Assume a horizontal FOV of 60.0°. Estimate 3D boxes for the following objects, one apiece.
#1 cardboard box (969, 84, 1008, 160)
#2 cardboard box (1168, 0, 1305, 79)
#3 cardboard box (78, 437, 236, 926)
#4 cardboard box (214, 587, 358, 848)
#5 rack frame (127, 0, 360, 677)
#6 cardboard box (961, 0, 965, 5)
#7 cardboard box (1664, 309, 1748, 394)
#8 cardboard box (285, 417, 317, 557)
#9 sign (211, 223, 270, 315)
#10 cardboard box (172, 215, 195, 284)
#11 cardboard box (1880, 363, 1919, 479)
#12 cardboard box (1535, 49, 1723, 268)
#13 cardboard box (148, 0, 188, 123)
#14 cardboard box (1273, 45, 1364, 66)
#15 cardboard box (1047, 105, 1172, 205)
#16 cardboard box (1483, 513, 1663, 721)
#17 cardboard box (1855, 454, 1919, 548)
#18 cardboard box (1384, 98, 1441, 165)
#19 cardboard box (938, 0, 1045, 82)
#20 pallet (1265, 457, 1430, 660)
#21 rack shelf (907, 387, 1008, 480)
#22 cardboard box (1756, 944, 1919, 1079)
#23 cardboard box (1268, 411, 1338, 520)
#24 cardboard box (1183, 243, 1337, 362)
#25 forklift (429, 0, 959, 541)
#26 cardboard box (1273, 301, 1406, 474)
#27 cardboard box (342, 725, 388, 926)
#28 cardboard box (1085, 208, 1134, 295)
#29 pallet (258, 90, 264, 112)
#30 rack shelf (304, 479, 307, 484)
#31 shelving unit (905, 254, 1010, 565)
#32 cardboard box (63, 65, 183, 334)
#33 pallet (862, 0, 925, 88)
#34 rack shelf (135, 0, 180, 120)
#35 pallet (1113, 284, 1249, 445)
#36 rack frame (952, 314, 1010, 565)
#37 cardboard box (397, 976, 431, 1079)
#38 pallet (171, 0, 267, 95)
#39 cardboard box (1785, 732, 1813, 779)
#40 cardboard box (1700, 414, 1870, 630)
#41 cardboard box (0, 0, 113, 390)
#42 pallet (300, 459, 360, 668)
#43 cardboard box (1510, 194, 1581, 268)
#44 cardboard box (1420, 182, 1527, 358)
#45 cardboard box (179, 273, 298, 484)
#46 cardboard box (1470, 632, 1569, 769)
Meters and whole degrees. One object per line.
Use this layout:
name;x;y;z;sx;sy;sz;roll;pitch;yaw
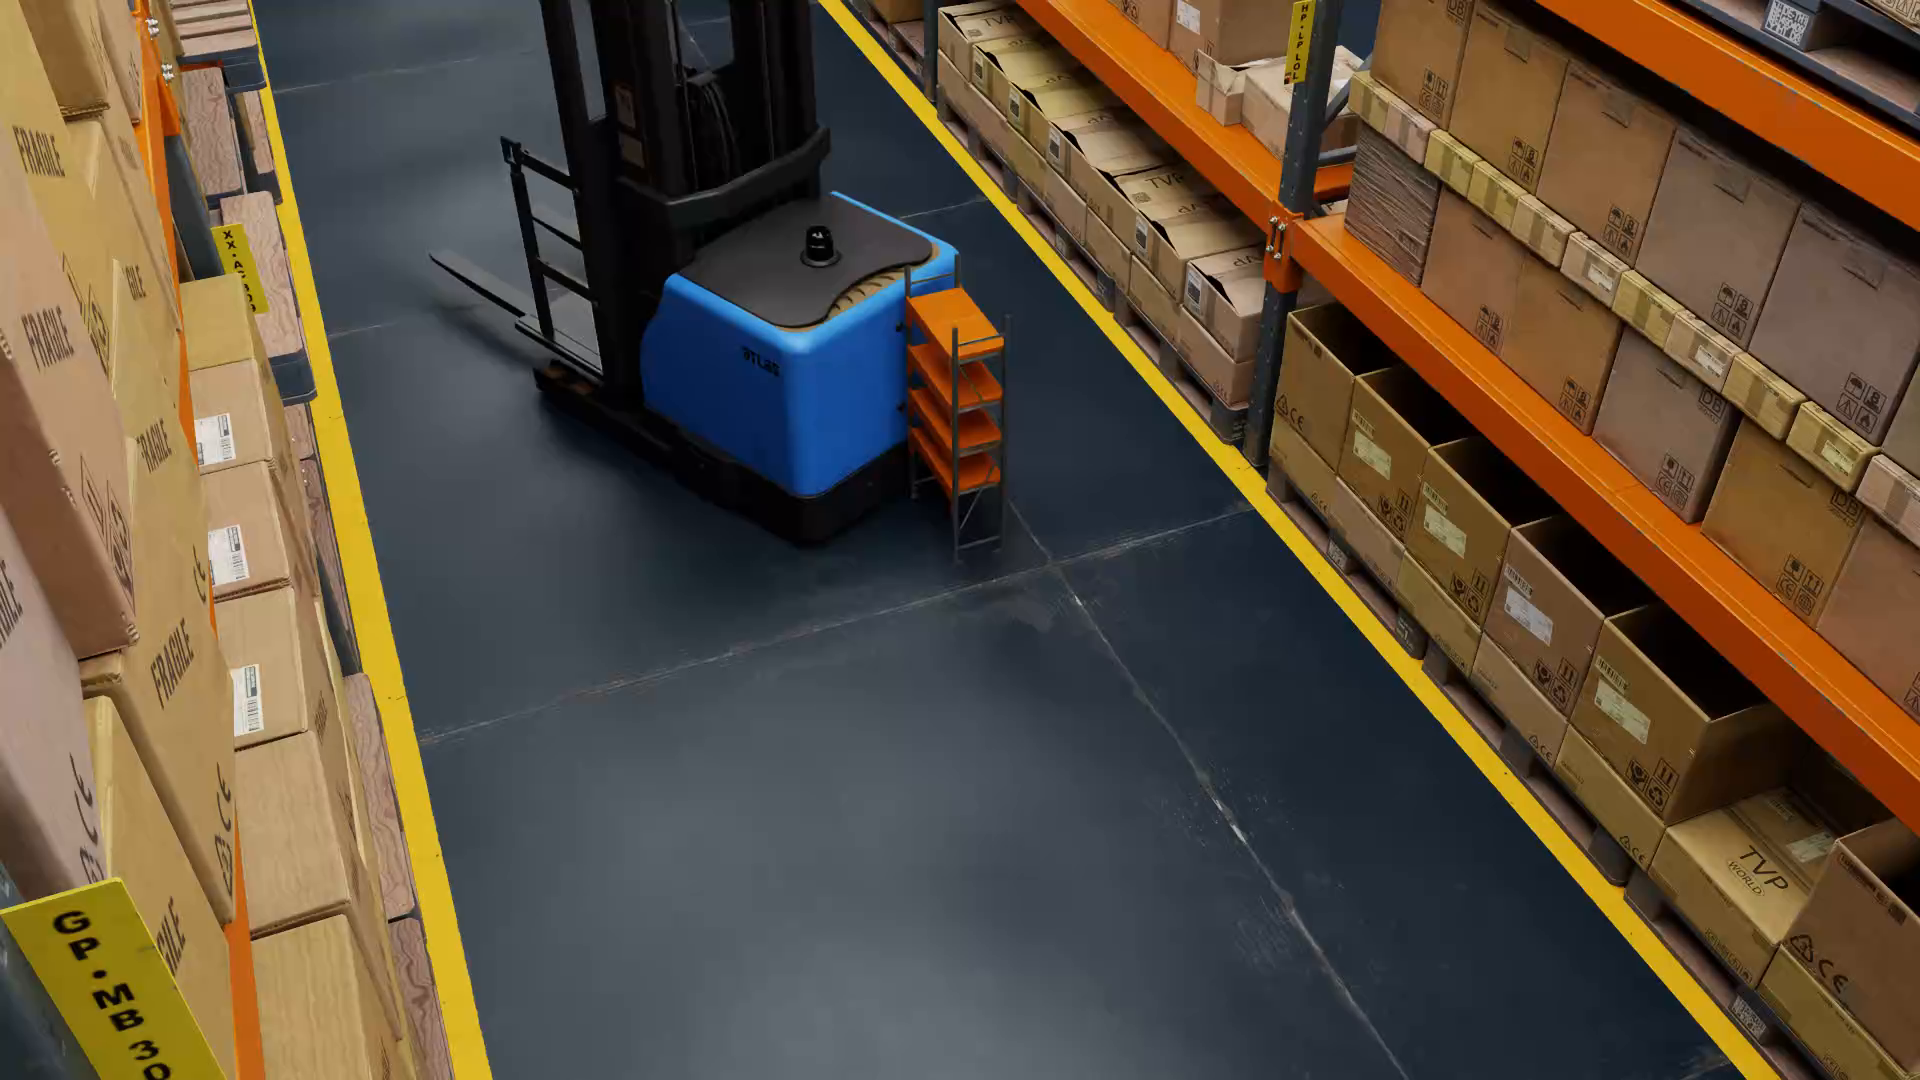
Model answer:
cardboard box;0.383;-2.458;9.595;0.500;0.250;0.500;-16;43;-18
cardboard box;1.311;-2.445;7.717;0.500;0.500;0.500;-12;42;-14
cardboard box;-1.323;0.245;2.272;0.500;0.500;0.500;-12;42;-14
cardboard box;-1.739;0.505;3.886;0.500;0.500;0.500;-14;43;-16
rack frame;-2.784;-0.385;5.398;1.000;3.000;0.127;-15;43;-17
cardboard box;0.145;-3.912;11.078;0.500;0.500;0.500;-17;43;-18
cardboard box;2.404;-0.614;5.090;0.380;0.149;0.250;-16;43;-17
cardboard box;-2.323;-0.126;5.196;0.500;0.250;0.500;-15;43;-17
sign;-2.286;-0.854;5.278;0.100;0.325;0.005;-15;43;-17
cardboard box;-2.948;-0.905;5.588;0.700;0.500;0.500;-15;43;-17
cardboard box;2.928;-0.375;4.314;0.700;0.500;0.500;-16;43;-18
cardboard box;2.352;-1.282;5.368;0.700;0.500;0.500;-15;43;-17
cardboard box;-3.629;-1.974;6.831;0.700;0.500;0.500;-15;43;-17
cardboard box;1.641;-2.113;7.599;0.380;0.149;0.250;-15;43;-17
cardboard box;0.789;-2.042;8.681;0.500;0.311;0.500;-16;43;-17
cardboard box;2.255;0.236;5.887;0.500;0.500;0.500;-15;43;-17
cardboard box;2.706;-0.144;4.543;0.380;0.149;0.250;-15;43;-16
cardboard box;1.811;-1.546;6.173;0.380;0.149;0.250;-14;43;-16
cardboard box;0.190;-2.974;9.764;0.500;0.311;0.500;-14;43;-15
pallet;2.057;-0.077;7.177;1.003;0.211;1.213;-15;43;-17
rack shelf;-0.015;-0.477;6.988;0.258;0.148;0.480;-16;43;-17
cardboard box;2.843;1.420;5.085;0.500;0.250;0.500;-15;43;-17
cardboard box;1.688;-0.385;7.184;0.500;0.250;0.500;-15;43;-17
cardboard box;1.371;-1.125;7.615;0.500;0.311;0.500;-15;43;-17
forklift;-1.413;-1.937;7.254;3.031;2.935;1.130;30;49;30
cardboard box;1.679;-0.667;6.937;0.500;0.500;0.500;-15;43;-17
cardboard box;-1.740;0.778;4.145;0.500;0.250;0.500;-15;43;-16
cardboard box;0.976;-1.531;8.516;0.500;0.250;0.500;-14;43;-16
pallet;-5.010;-2.965;10.536;1.003;0.211;1.213;-15;43;-17
rack shelf;-2.019;1.092;4.231;1.077;0.370;4.000;-15;43;-17
shelving unit;-0.015;-0.528;6.944;0.258;1.200;0.503;-16;43;-17
cardboard box;-1.934;-0.694;3.363;0.500;0.500;0.500;-17;43;-19
pallet;0.010;-3.435;11.083;1.003;0.211;1.213;-15;43;-17
rack shelf;-3.550;-2.455;6.055;1.077;0.370;4.000;-15;43;-17
pallet;1.473;-1.000;8.251;1.003;0.211;1.213;-15;43;-17
rack frame;0.081;-0.382;6.774;0.240;1.200;0.015;-16;43;-17
cardboard box;-1.888;1.568;4.706;0.700;0.500;0.500;-18;44;-20
pallet;-3.944;-2.320;7.794;1.213;0.211;1.003;-15;43;-17
cardboard box;2.925;0.408;5.687;0.500;0.500;0.500;-15;43;-17
cardboard box;2.765;-0.152;5.049;0.700;0.500;0.500;-15;43;-17
cardboard box;-1.529;-0.451;2.315;0.500;0.500;0.500;-14;43;-16
pallet;-3.084;0.203;6.852;1.003;0.211;1.213;-15;43;-17
cardboard box;2.107;-1.082;5.634;0.380;0.149;0.250;-16;43;-18
cardboard box;2.174;-1.080;6.128;0.700;0.500;0.500;-16;43;-17
cardboard box;-2.318;-0.413;4.954;0.500;0.500;0.500;-15;43;-17
cardboard box;2.258;0.519;6.132;0.500;0.250;0.500;-15;43;-17
